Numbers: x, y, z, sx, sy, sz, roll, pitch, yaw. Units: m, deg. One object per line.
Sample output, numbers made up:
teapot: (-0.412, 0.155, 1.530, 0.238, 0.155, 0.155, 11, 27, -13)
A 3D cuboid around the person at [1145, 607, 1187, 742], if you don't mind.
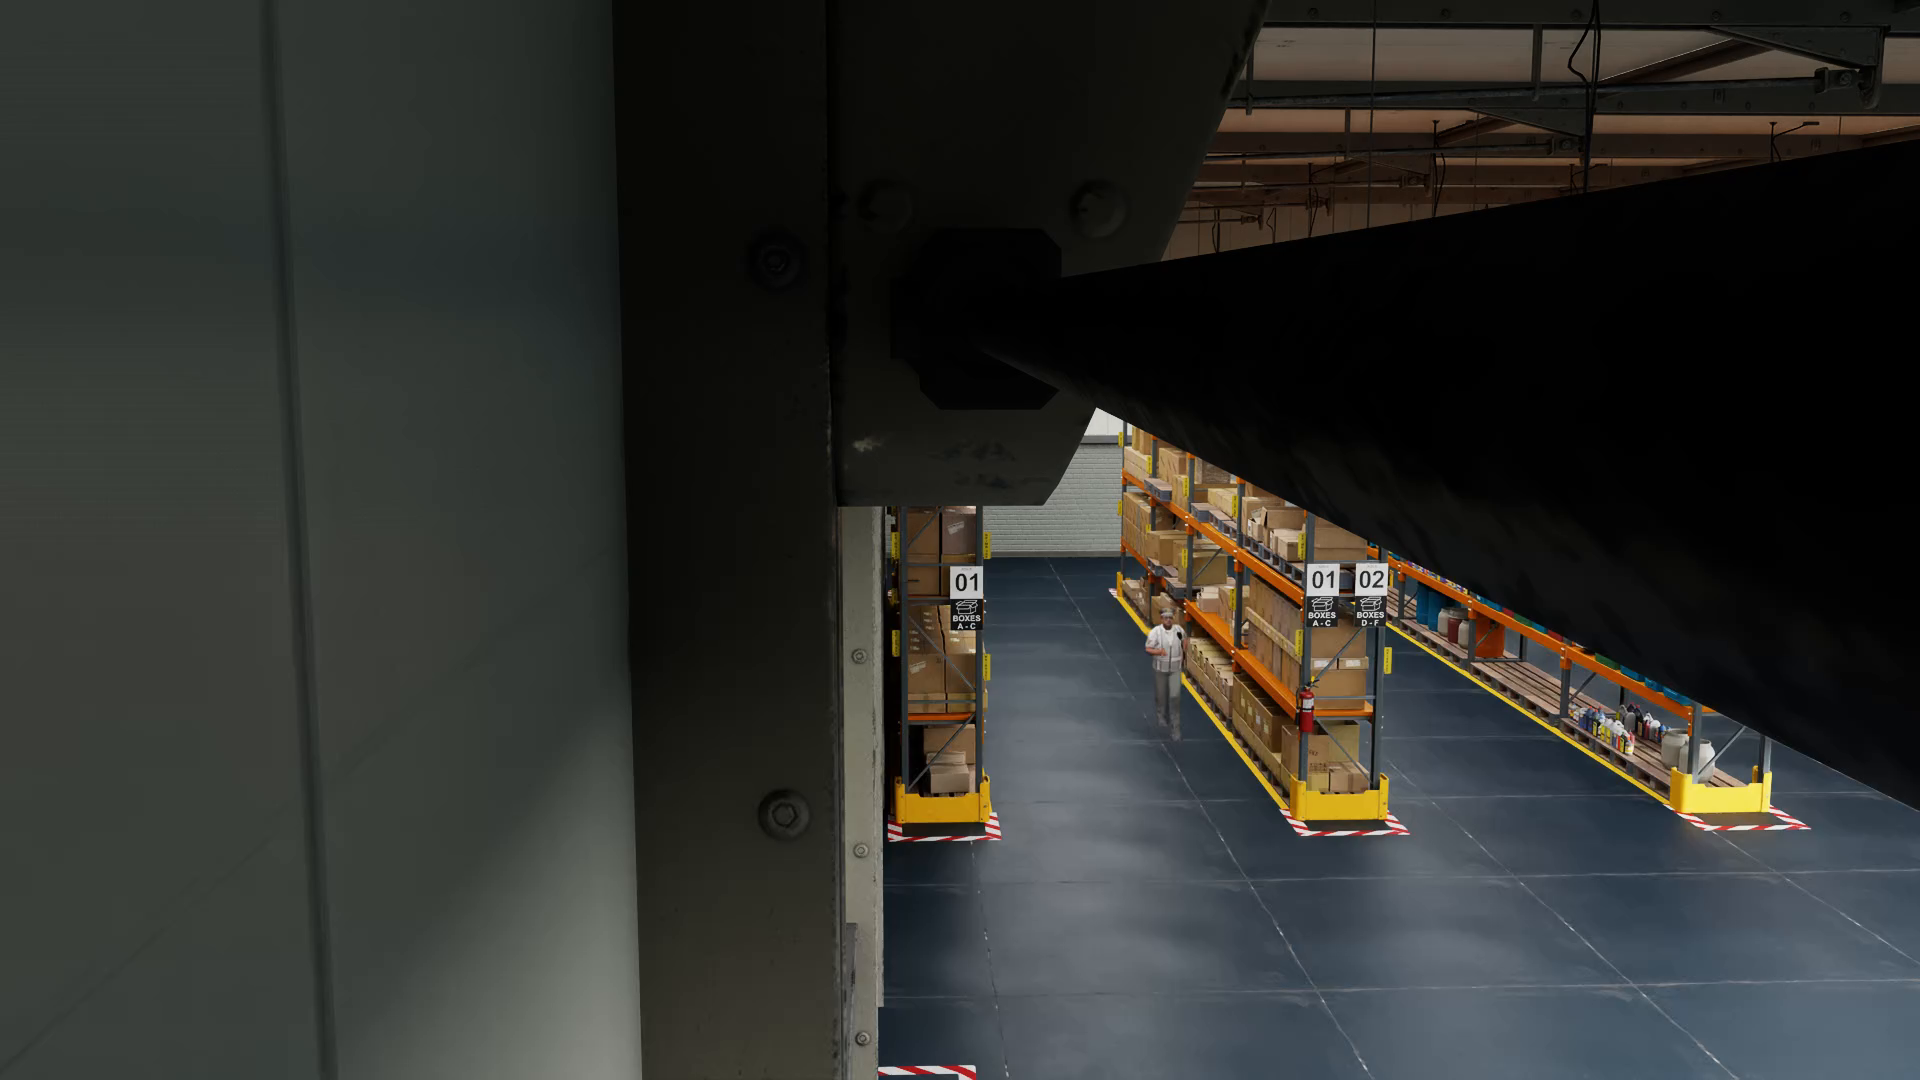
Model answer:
person: (2.952, 1.890, 23.692, 0.640, 1.908, 0.770, 0, 8, -1)
